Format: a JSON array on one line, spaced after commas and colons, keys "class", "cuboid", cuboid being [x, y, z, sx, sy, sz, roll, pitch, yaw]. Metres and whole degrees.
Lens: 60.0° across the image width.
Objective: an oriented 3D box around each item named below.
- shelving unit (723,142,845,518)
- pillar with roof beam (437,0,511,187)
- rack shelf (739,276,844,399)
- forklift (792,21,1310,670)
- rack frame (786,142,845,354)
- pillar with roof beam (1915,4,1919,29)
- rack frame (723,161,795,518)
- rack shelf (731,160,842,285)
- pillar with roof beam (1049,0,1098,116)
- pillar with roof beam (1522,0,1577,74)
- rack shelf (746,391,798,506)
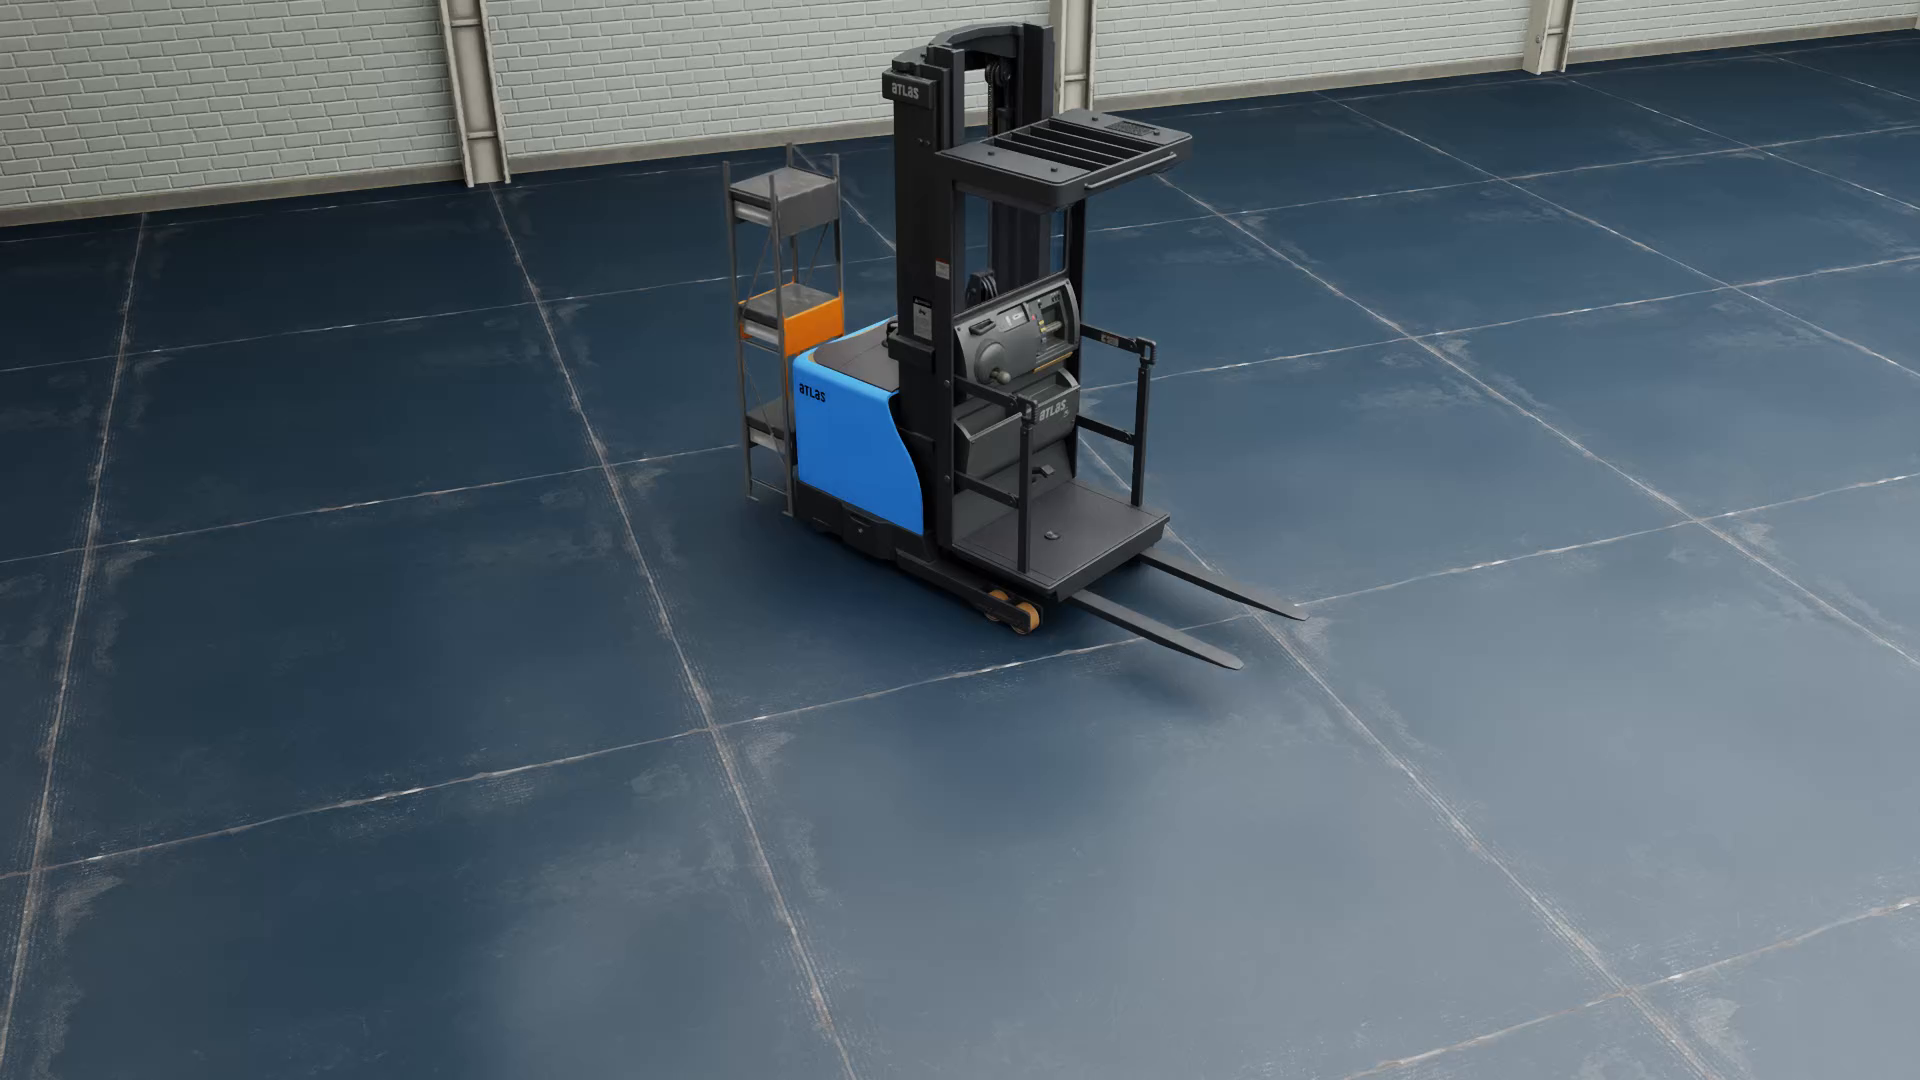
[{"class": "shelving unit", "cuboid": [-0.993, -1.204, 9.742, 0.431, 2.100, 0.503, 23, 37, 34]}, {"class": "pillar with roof beam", "cuboid": [-2.965, -5.313, 9.985, 0.400, 9.000, 9.100, -10, 31, -18]}, {"class": "rack shelf", "cuboid": [-0.993, -1.192, 9.749, 0.431, 0.518, 0.480, 23, 37, 34]}, {"class": "forklift", "cuboid": [0.467, -1.066, 8.659, 3.031, 2.935, 1.130, 24, 37, 36]}, {"class": "rack frame", "cuboid": [-0.836, -1.296, 9.904, 0.400, 2.100, 0.015, 23, 37, 34]}, {"class": "pillar with roof beam", "cuboid": [13.906, -8.420, 15.438, 0.400, 9.000, 9.100, -10, 31, -18]}, {"class": "rack frame", "cuboid": [-1.151, -1.112, 9.580, 0.400, 2.100, 0.015, 23, 37, 34]}, {"class": "rack shelf", "cuboid": [-0.993, -1.800, 9.402, 0.431, 0.518, 0.480, 23, 37, 34]}, {"class": "pillar with roof beam", "cuboid": [2.659, -6.348, 11.802, 0.400, 9.000, 9.100, -10, 31, -18]}, {"class": "pillar with roof beam", "cuboid": [8.282, -7.384, 13.620, 0.400, 9.000, 9.100, -10, 31, -18]}, {"class": "rack shelf", "cuboid": [-0.994, -0.584, 10.095, 0.431, 0.518, 0.480, 23, 37, 34]}]
